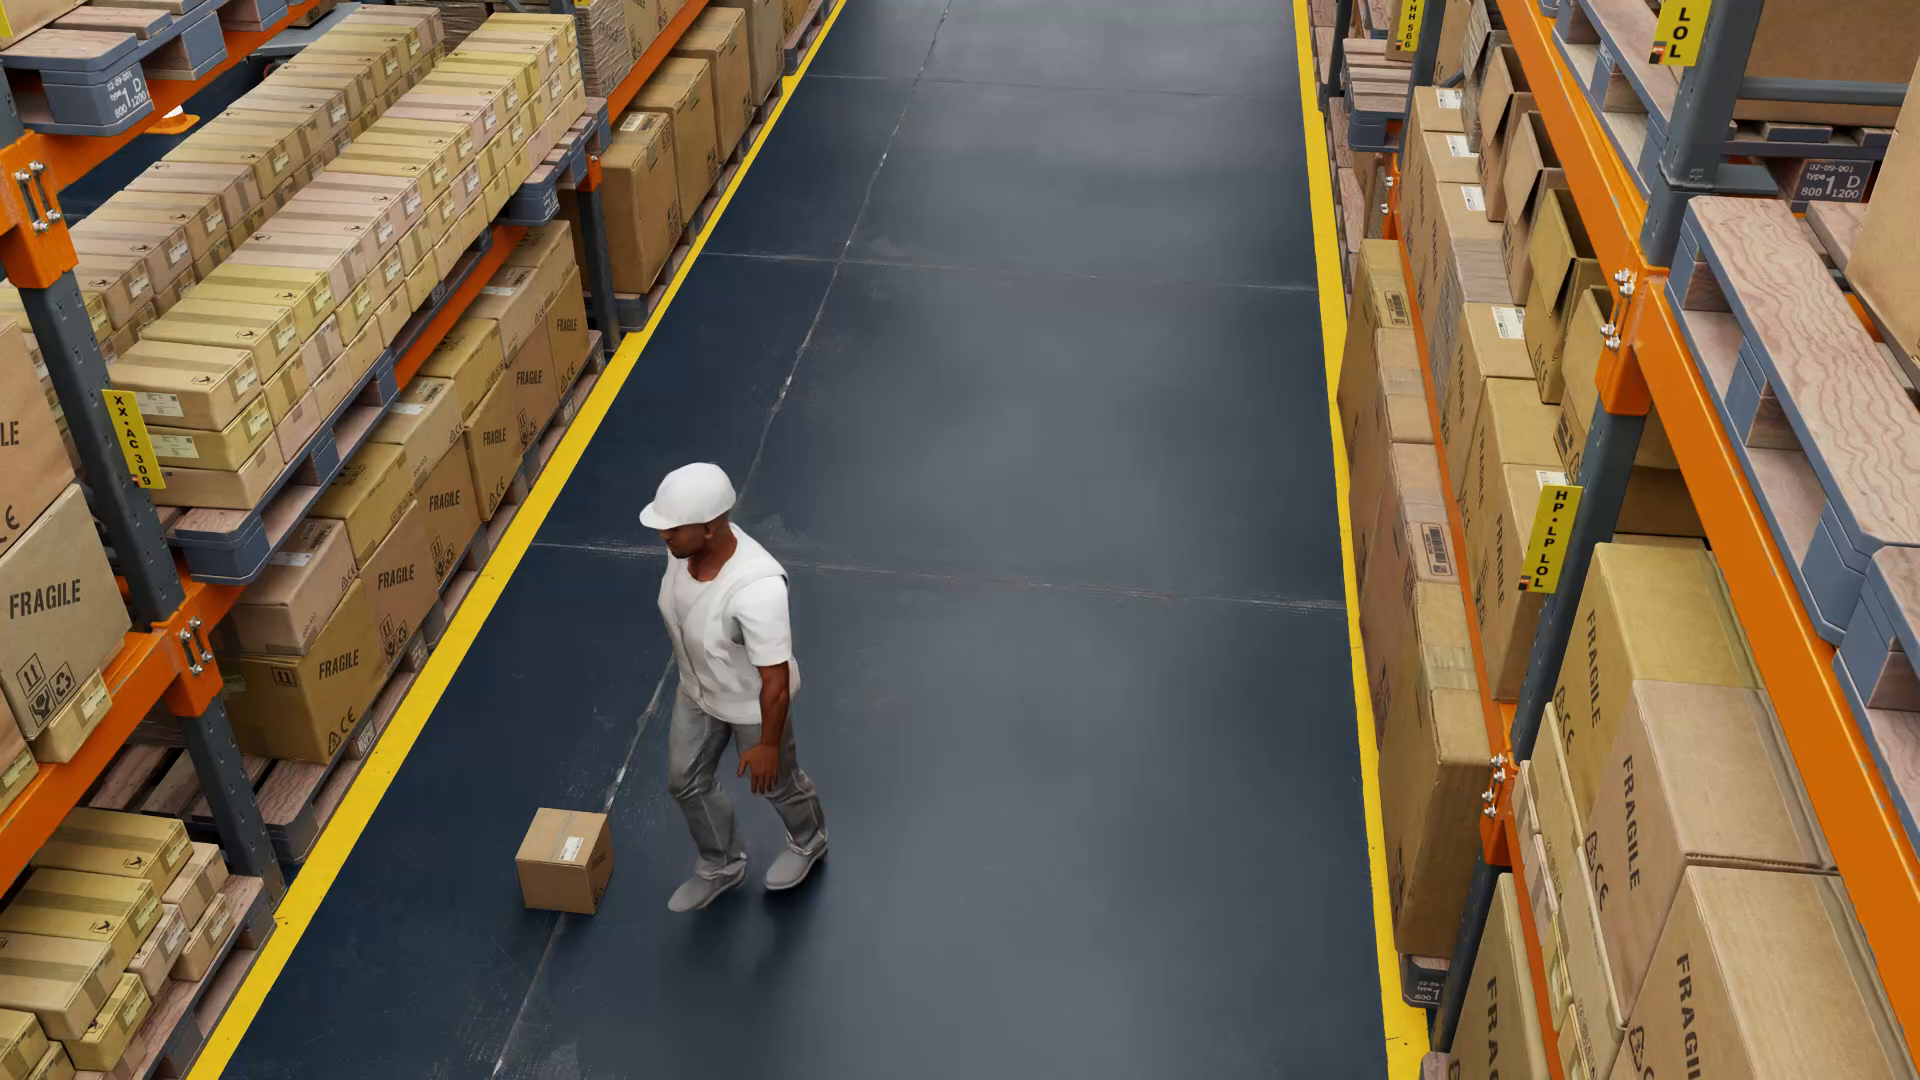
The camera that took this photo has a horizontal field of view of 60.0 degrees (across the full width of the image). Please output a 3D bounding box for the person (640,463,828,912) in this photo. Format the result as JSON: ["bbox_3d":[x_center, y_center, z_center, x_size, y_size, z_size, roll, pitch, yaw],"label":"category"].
[{"bbox_3d":[-0.723,0.521,5.427,0.621,1.810,0.581,28,44,33],"label":"person"}]
